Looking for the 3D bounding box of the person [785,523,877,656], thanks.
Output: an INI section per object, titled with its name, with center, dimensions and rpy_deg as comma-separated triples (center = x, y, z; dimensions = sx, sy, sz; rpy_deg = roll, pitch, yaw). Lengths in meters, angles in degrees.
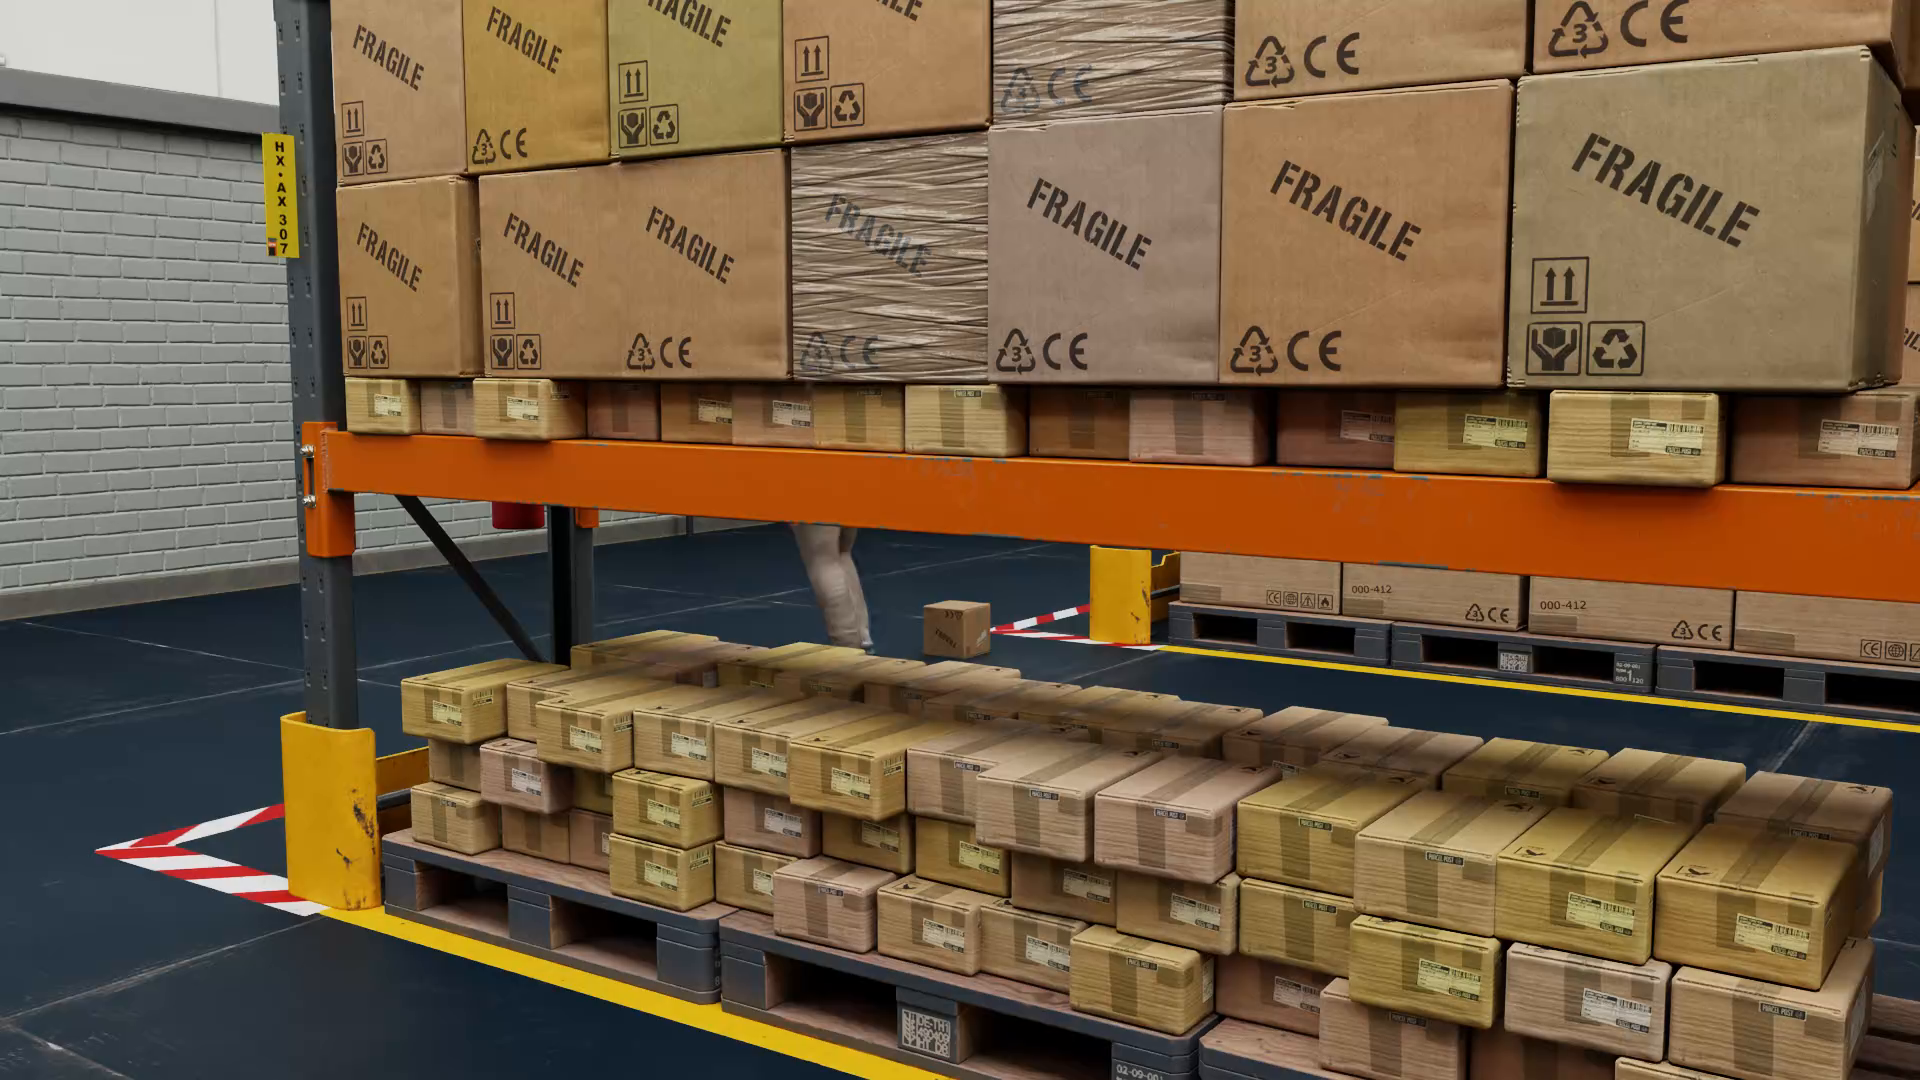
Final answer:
[person]
center = -0.615, -0.223, 7.969
dimensions = 0.467, 1.763, 0.666
rpy_deg = 6, 8, 41
